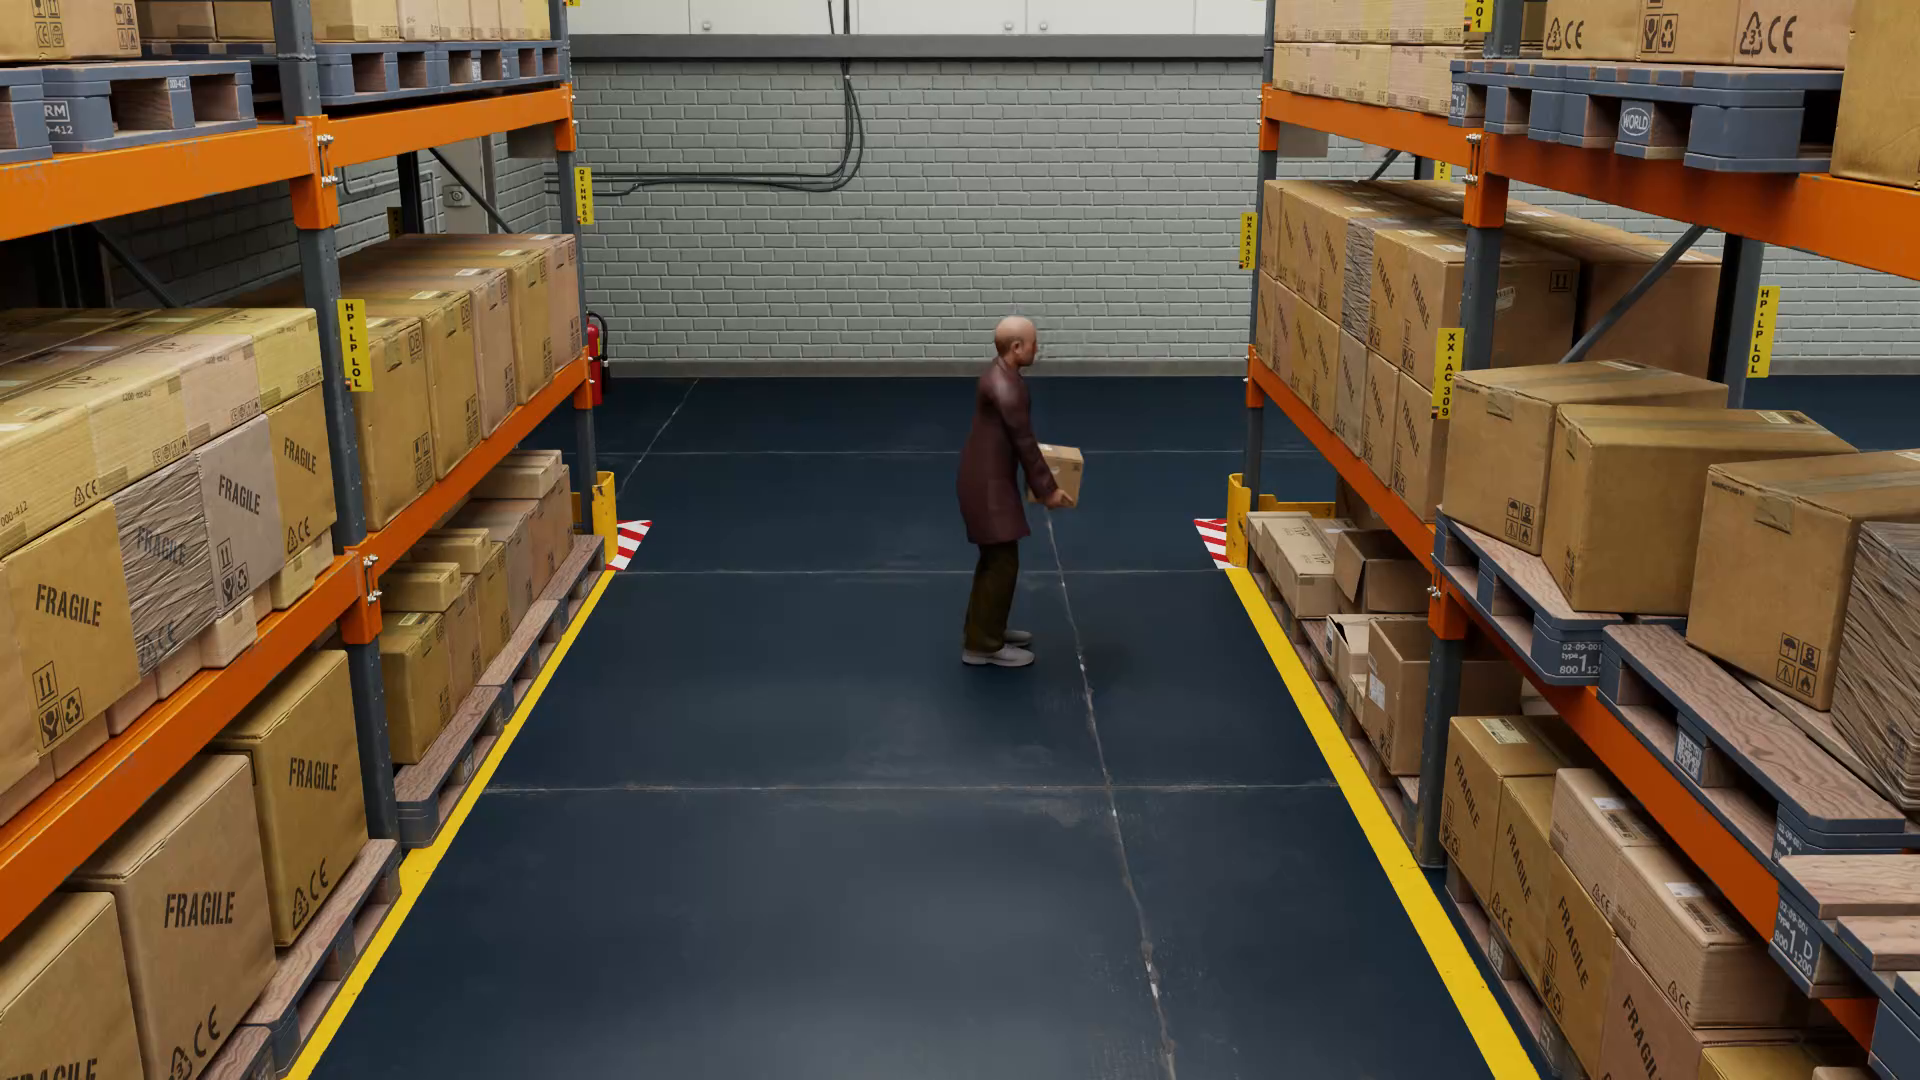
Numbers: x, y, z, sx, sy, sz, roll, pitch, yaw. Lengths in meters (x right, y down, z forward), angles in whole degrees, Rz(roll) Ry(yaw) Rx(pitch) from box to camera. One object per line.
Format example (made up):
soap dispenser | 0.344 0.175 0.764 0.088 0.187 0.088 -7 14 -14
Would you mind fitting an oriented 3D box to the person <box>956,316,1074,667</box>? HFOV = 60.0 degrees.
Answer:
person | 0.272 -0.248 8.418 0.584 1.767 0.533 -1 17 -2
